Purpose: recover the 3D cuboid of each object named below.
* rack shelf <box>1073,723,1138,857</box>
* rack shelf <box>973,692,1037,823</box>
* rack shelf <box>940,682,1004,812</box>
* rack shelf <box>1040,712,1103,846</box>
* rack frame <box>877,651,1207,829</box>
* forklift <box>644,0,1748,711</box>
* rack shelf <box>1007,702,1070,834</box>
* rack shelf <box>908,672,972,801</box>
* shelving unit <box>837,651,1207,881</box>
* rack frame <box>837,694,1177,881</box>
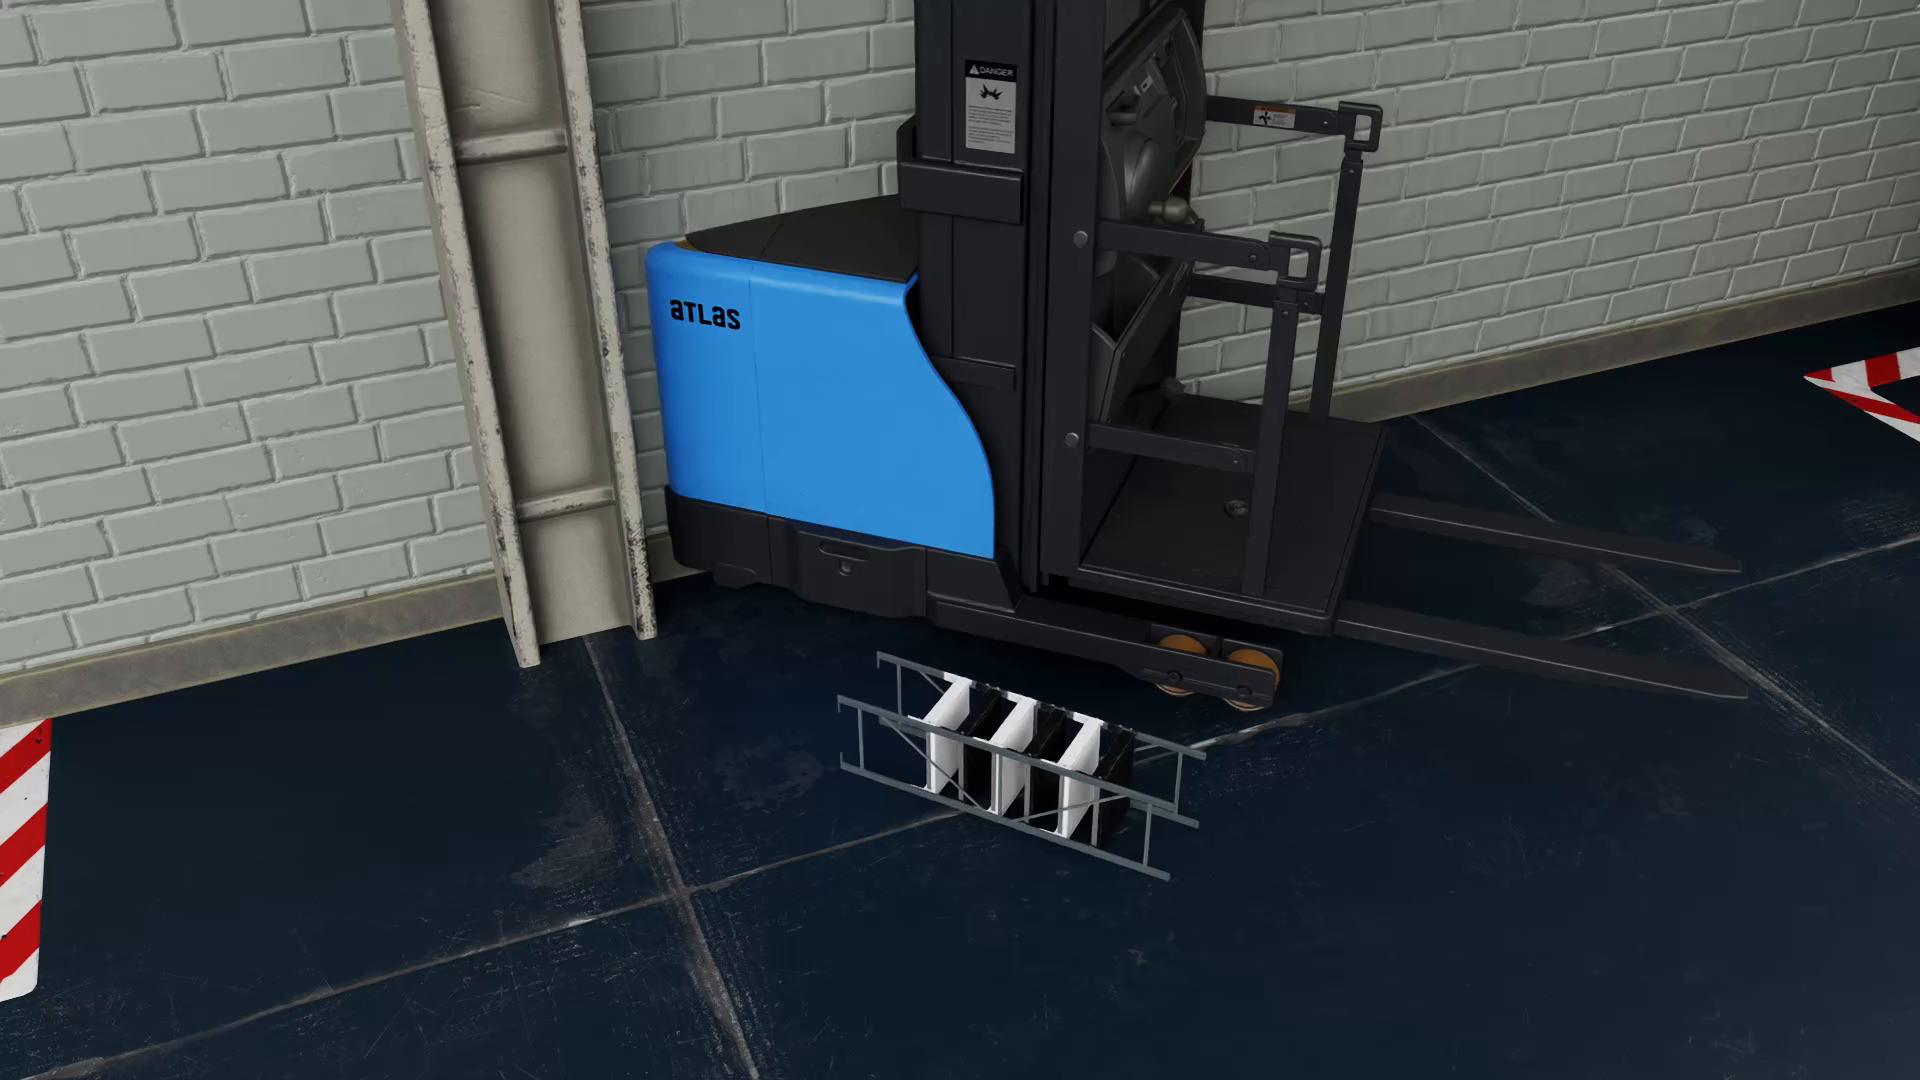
[{"bbox_3d":[0.353,0.608,4.046,0.077,0.258,0.200,15,36,22],"label":"rack shelf"},{"bbox_3d":[0.112,0.541,4.148,0.077,0.258,0.200,15,36,22],"label":"rack shelf"},{"bbox_3d":[0.031,0.519,4.182,0.077,0.258,0.200,15,36,22],"label":"rack shelf"},{"bbox_3d":[0.272,0.586,4.080,0.077,0.258,0.200,15,36,22],"label":"rack shelf"},{"bbox_3d":[0.187,0.500,4.212,0.900,0.240,0.006,15,36,22],"label":"rack frame"},{"bbox_3d":[0.692,-1.091,4.239,3.031,2.935,1.130,11,35,17],"label":"forklift"},{"bbox_3d":[0.192,0.564,4.114,0.077,0.258,0.200,15,36,22],"label":"rack shelf"},{"bbox_3d":[-0.049,0.497,4.216,0.077,0.258,0.200,15,36,22],"label":"rack shelf"},{"bbox_3d":[0.141,0.550,4.135,0.900,0.258,0.210,15,36,22],"label":"shelving unit"},{"bbox_3d":[0.095,0.599,4.059,0.900,0.240,0.006,15,36,22],"label":"rack frame"}]
